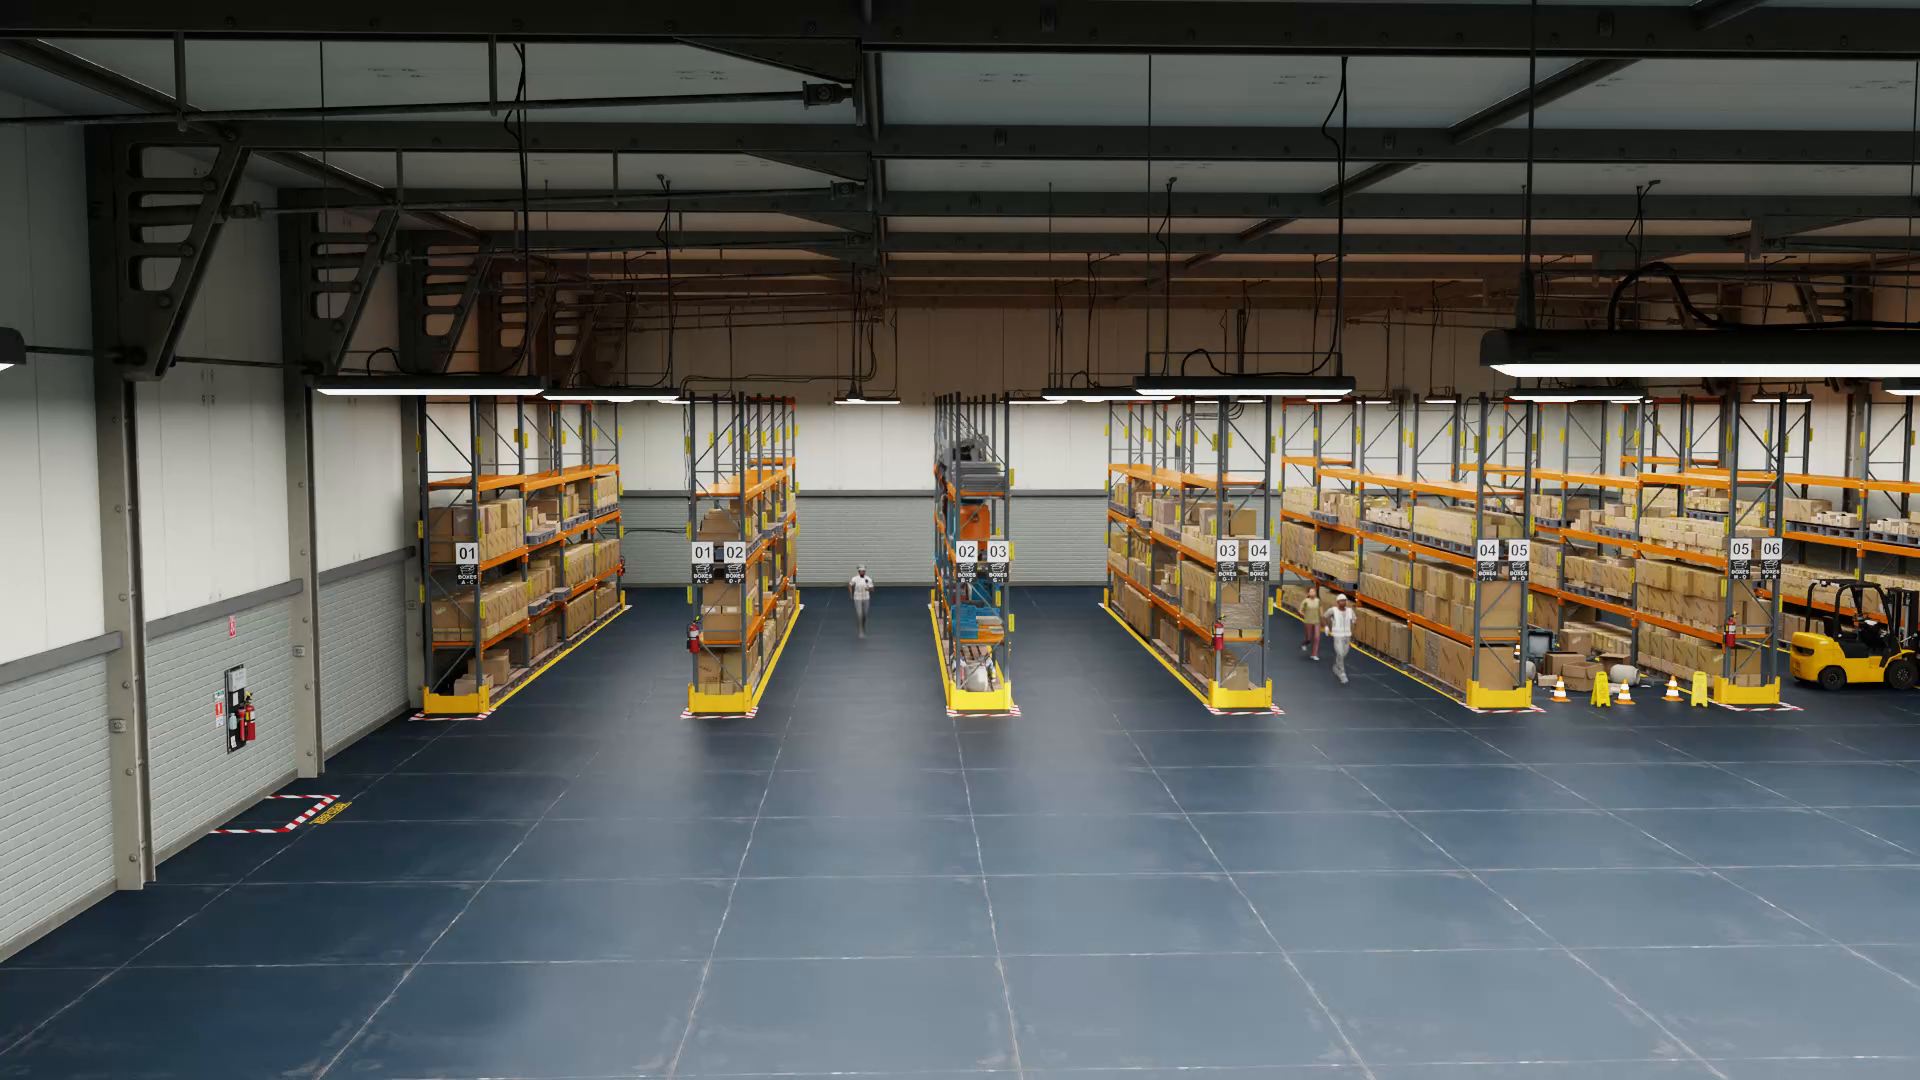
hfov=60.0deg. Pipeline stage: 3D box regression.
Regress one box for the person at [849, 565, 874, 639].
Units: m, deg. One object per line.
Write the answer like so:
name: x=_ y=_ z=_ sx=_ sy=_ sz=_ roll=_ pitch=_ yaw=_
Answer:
person: x=-2.328 y=1.447 z=39.535 sx=0.569 sy=1.722 sz=0.888 roll=-1 pitch=5 yaw=-14

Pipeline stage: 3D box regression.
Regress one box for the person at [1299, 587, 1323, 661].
person: x=8.005 y=1.885 z=37.805 sx=0.593 sy=1.640 sz=0.875 roll=-1 pitch=5 yaw=-7

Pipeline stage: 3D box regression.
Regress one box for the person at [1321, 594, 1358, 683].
person: x=7.961 y=2.026 z=34.722 sx=0.668 sy=1.800 sz=0.934 roll=-1 pitch=5 yaw=-14

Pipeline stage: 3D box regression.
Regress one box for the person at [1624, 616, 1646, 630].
person: x=16.816 y=1.556 z=41.226 sx=0.662 sy=1.821 sz=0.964 roll=0 pitch=5 yaw=-1
